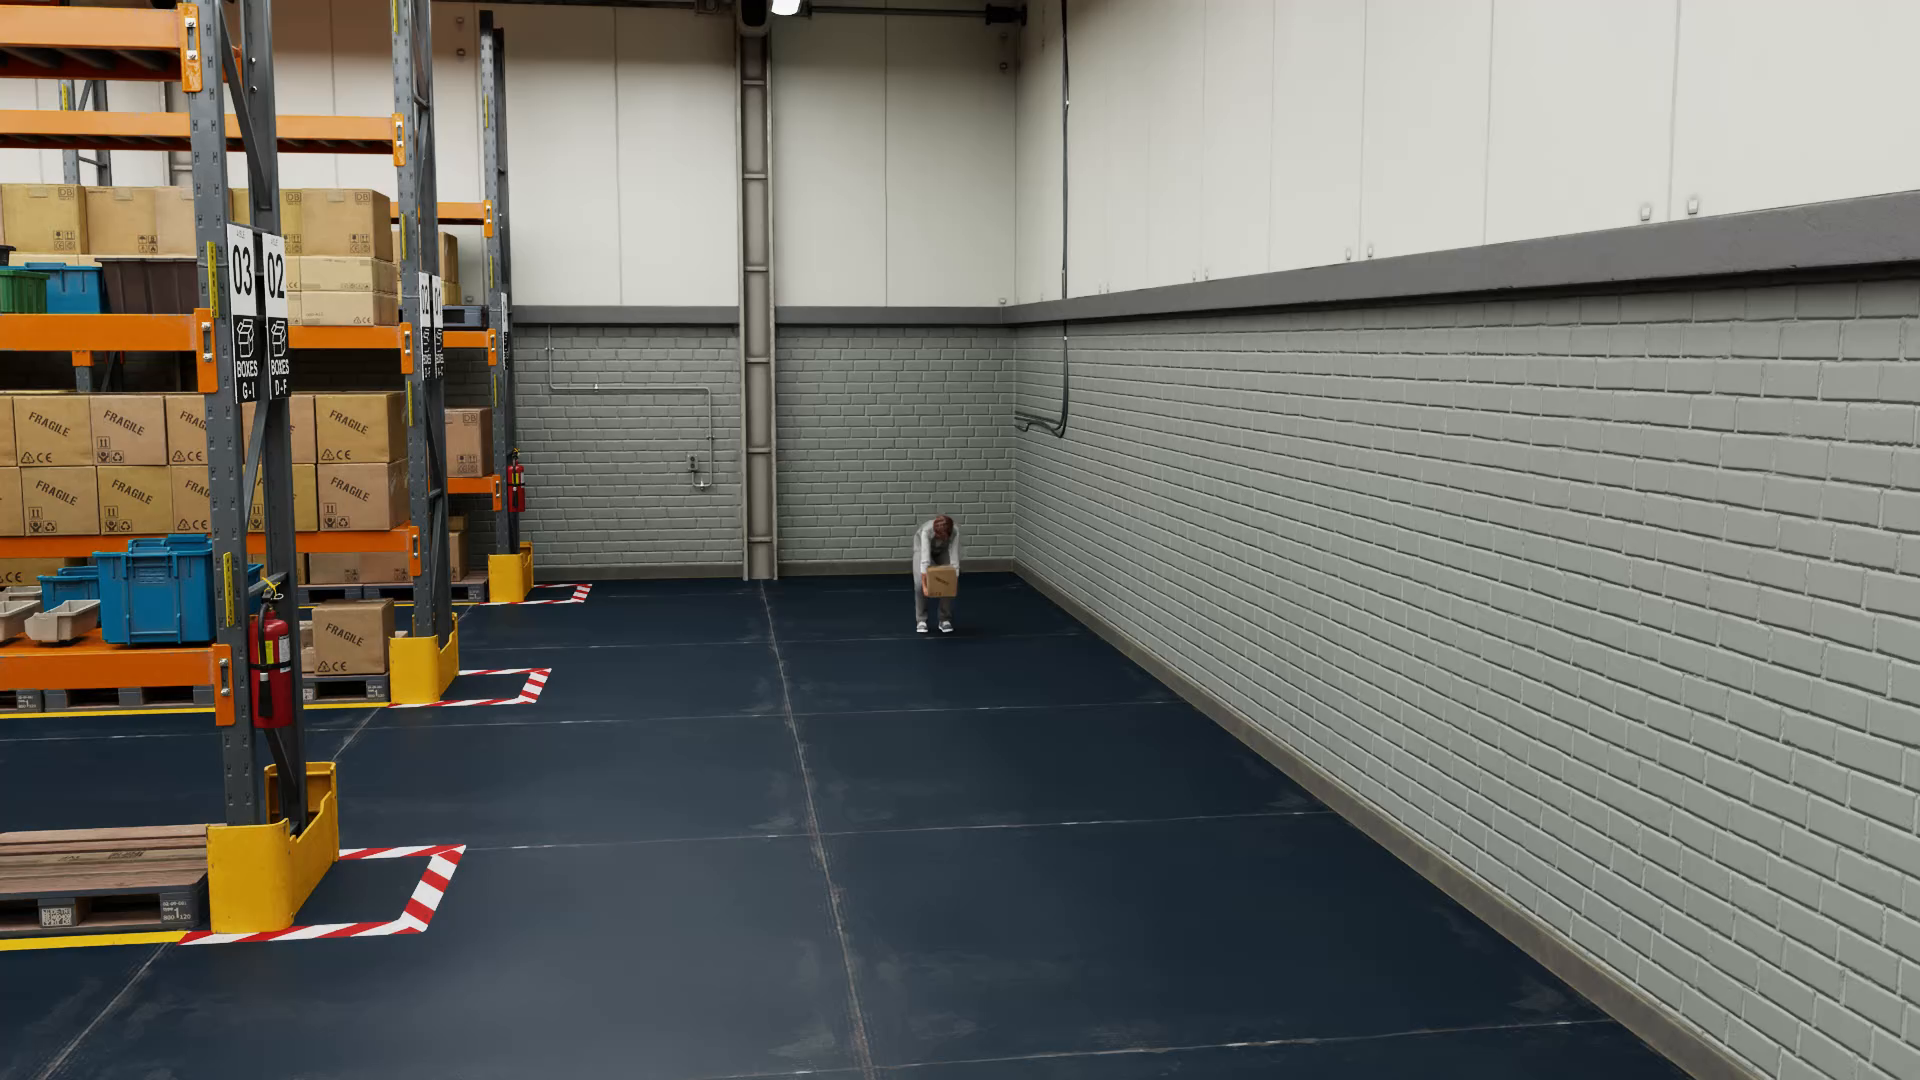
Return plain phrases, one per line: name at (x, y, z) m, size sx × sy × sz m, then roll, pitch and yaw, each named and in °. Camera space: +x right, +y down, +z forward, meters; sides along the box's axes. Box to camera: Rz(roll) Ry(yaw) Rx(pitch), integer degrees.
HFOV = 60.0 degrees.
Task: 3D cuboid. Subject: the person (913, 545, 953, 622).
person at (-0.251, 0.366, 15.561) m, size 0.398 × 0.835 × 0.366 m, roll -1°, pitch 7°, yaw -11°
